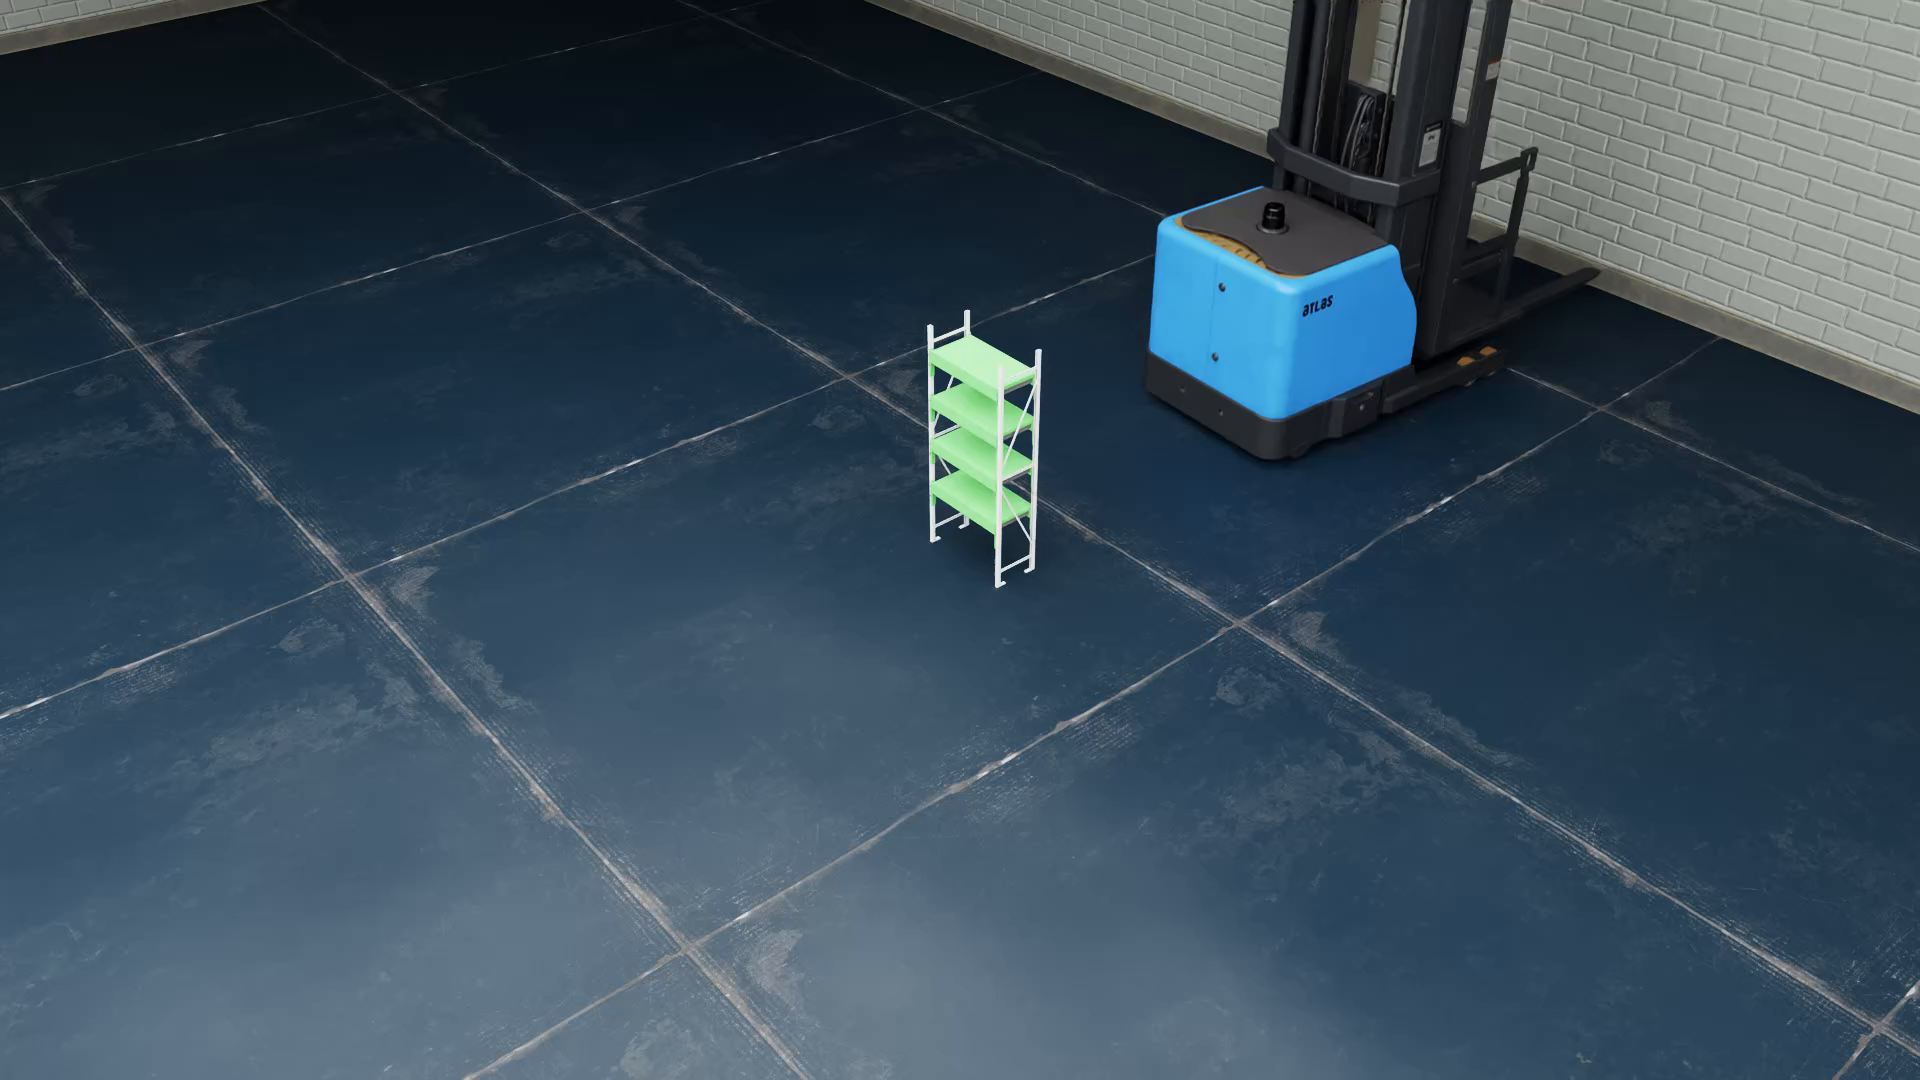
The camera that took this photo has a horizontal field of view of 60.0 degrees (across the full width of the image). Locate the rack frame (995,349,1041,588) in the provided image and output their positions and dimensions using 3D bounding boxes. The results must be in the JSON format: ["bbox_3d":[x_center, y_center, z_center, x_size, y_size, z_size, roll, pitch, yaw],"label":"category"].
[{"bbox_3d":[0.264,-0.309,7.648,0.240,1.200,0.015,-26,43,-32],"label":"rack frame"}]

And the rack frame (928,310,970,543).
[{"bbox_3d":[-0.051,-0.524,7.952,0.240,1.200,0.015,-26,43,-32],"label":"rack frame"}]

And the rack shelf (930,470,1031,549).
[{"bbox_3d":[0.107,-0.169,7.976,0.258,0.148,0.480,-26,43,-32],"label":"rack shelf"}]

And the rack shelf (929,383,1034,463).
[{"bbox_3d":[0.107,-0.560,7.698,0.258,0.148,0.480,-26,43,-32],"label":"rack shelf"}]

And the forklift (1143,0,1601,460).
[{"bbox_3d":[2.517,-2.296,8.956,3.031,2.935,1.130,-23,41,-29],"label":"forklift"}]

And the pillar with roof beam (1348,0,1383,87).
[{"bbox_3d":[-0.744,-4.562,6.906,9.100,9.000,0.400,-26,43,-32],"label":"pillar with roof beam"}]

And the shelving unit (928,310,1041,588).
[{"bbox_3d":[0.107,-0.417,7.800,0.258,1.200,0.503,-26,43,-32],"label":"shelving unit"}]

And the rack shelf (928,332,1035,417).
[{"bbox_3d":[0.107,-0.756,7.560,0.258,0.148,0.480,-26,43,-32],"label":"rack shelf"}]

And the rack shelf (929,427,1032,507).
[{"bbox_3d":[0.107,-0.364,7.837,0.258,0.148,0.480,-26,43,-32],"label":"rack shelf"}]
